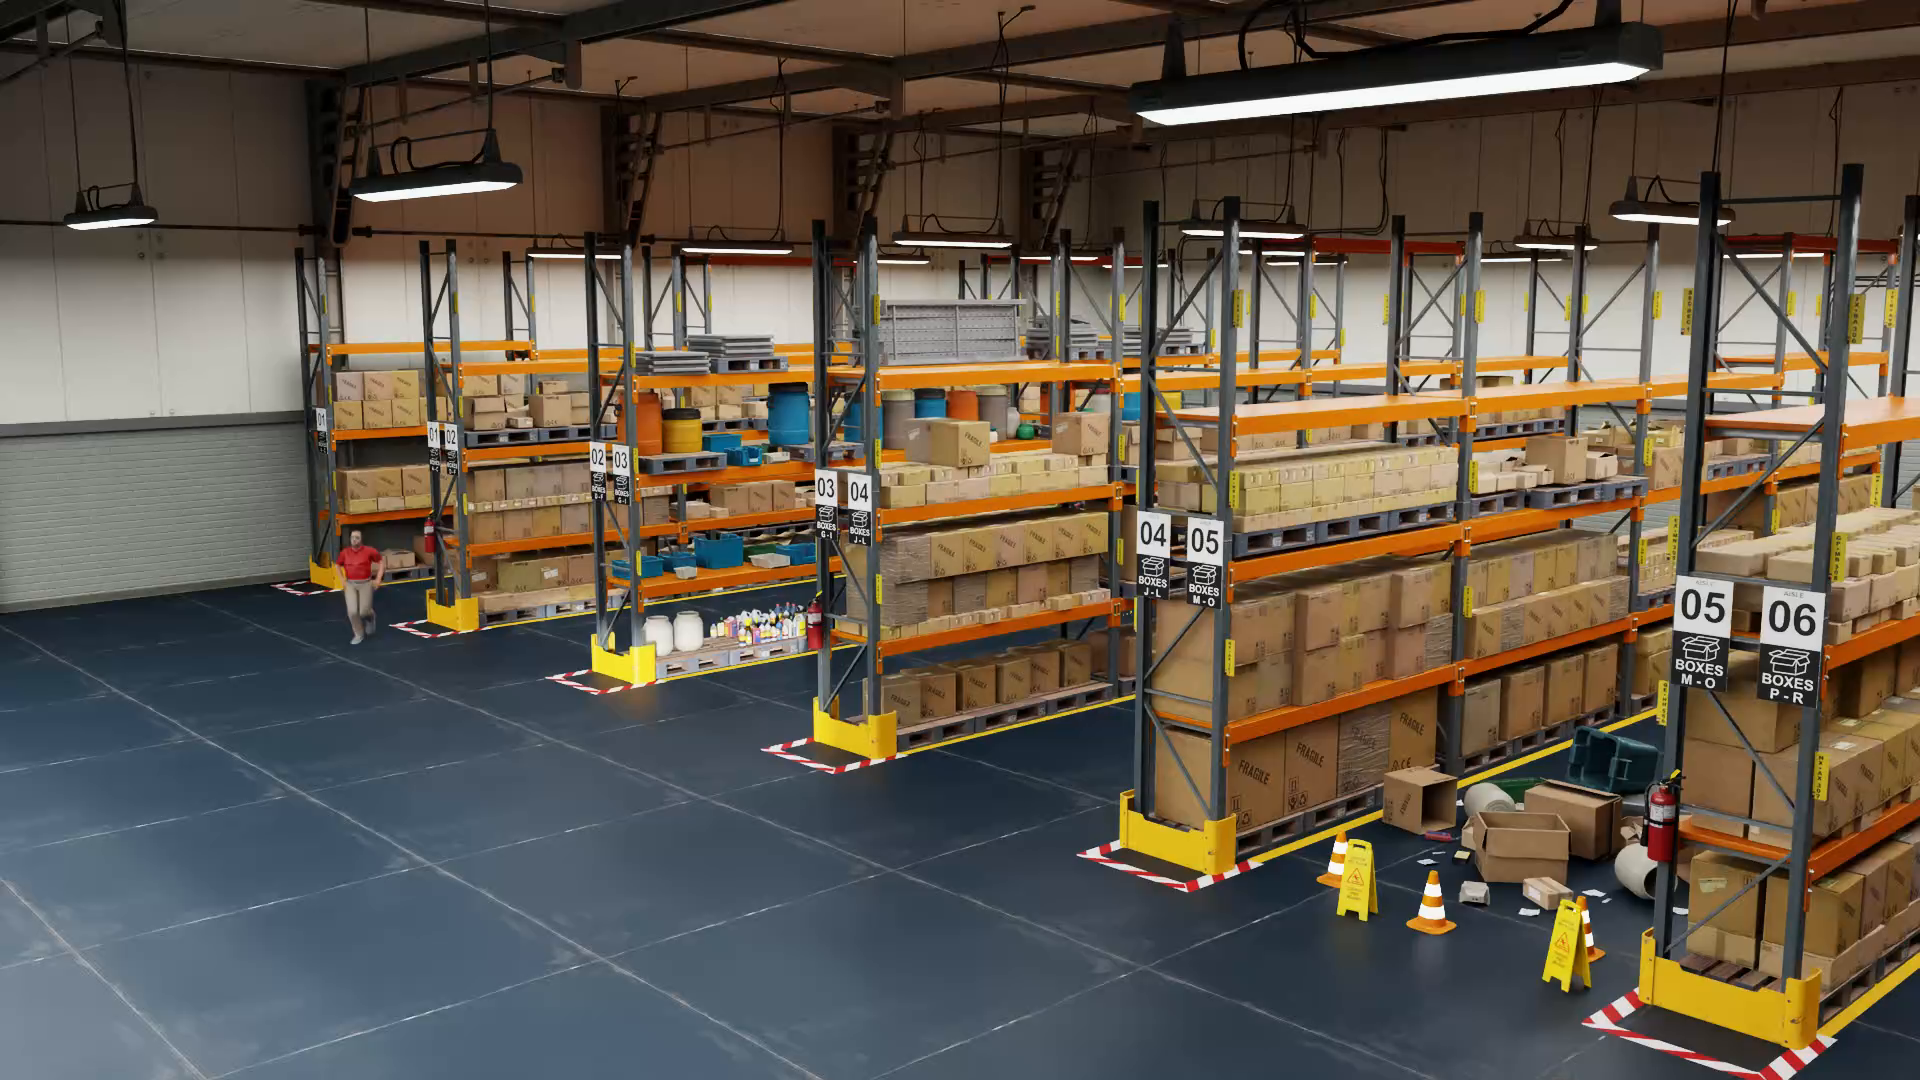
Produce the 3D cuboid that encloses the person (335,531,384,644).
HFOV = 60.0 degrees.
[{"bbox_3d":[-9.008,0.690,24.973,0.702,1.686,0.626,-1,8,-9],"label":"person"}]

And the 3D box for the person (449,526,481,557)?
[{"bbox_3d":[-8.186,0.296,27.938,0.678,1.636,0.870,7,11,39],"label":"person"}]
